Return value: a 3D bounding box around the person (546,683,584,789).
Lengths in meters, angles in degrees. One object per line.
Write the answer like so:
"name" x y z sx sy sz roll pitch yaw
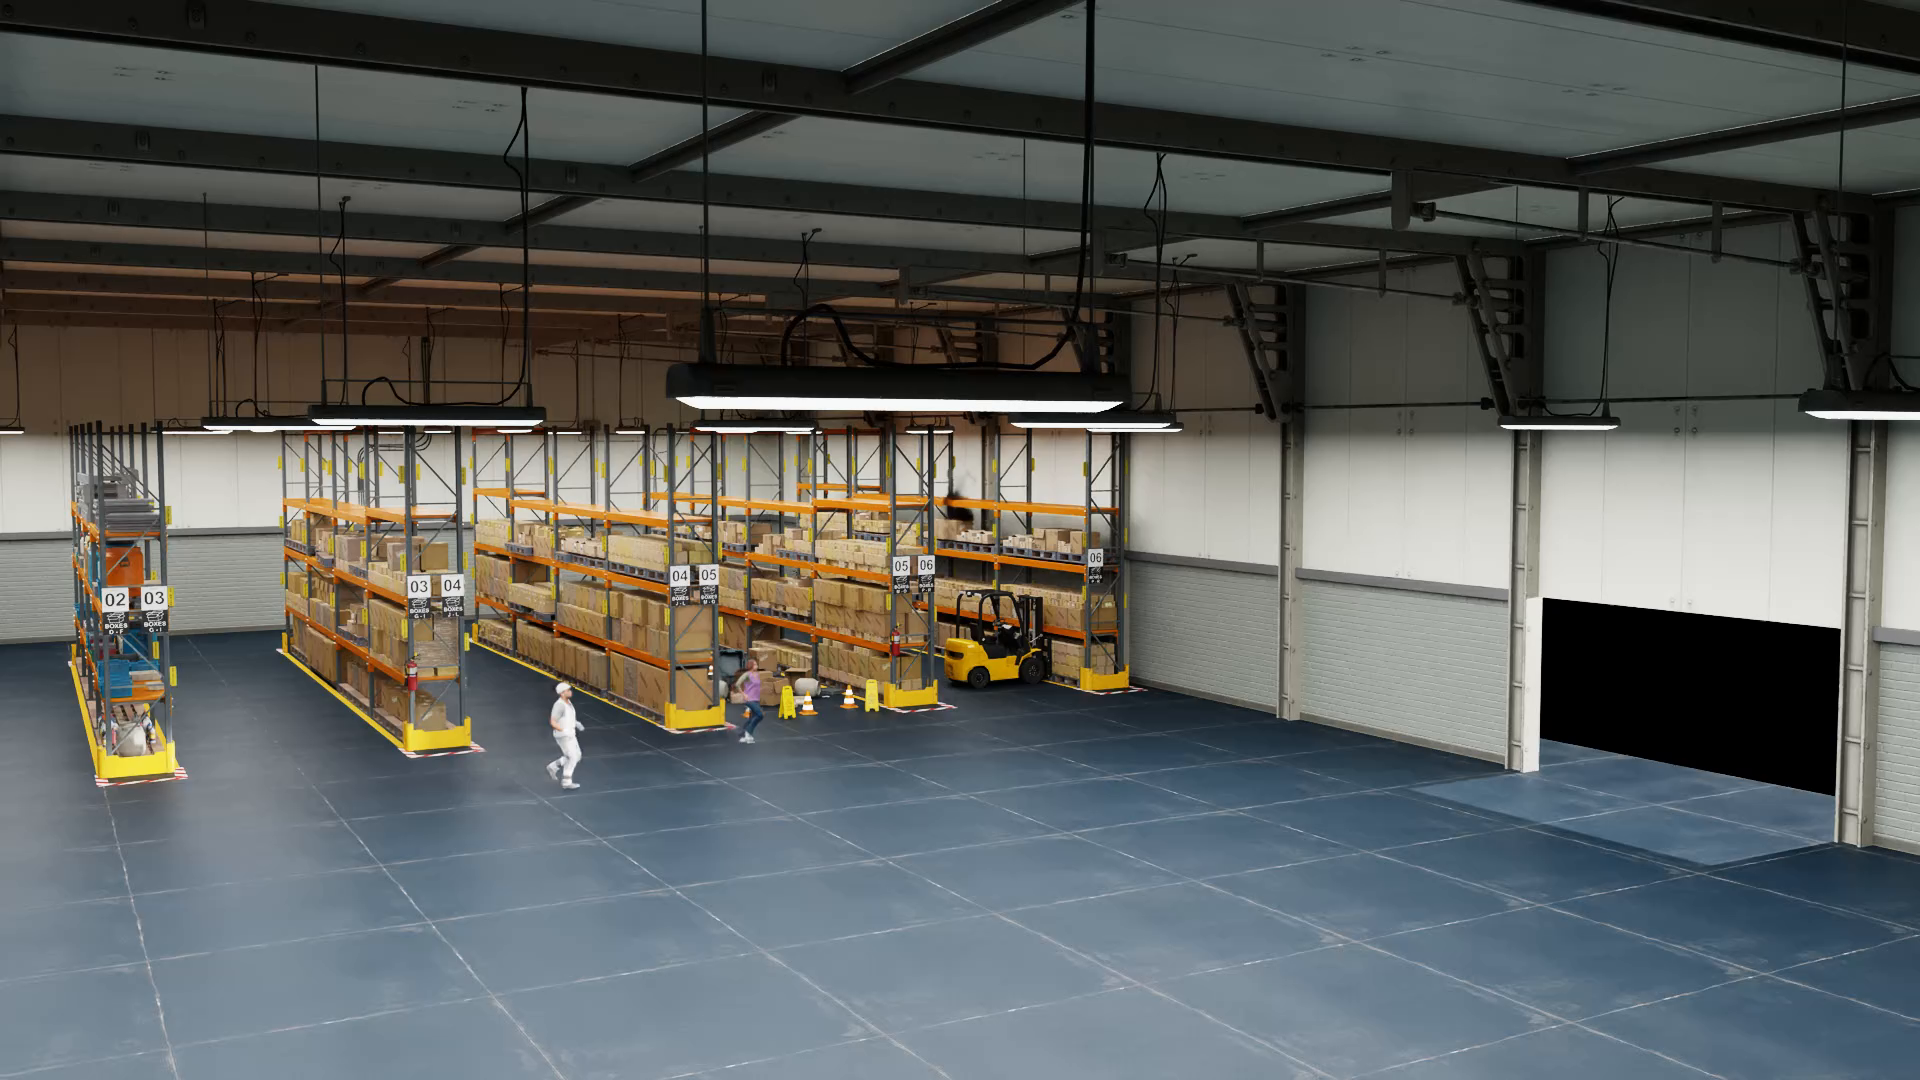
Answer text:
"person" -6.457 3.180 27.005 0.612 1.742 0.643 0 4 4

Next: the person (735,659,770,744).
"person" -3.855 3.012 31.018 0.618 1.572 0.542 1 4 20

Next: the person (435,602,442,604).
"person" -14.486 2.031 45.577 0.719 1.734 0.932 0 4 -2
